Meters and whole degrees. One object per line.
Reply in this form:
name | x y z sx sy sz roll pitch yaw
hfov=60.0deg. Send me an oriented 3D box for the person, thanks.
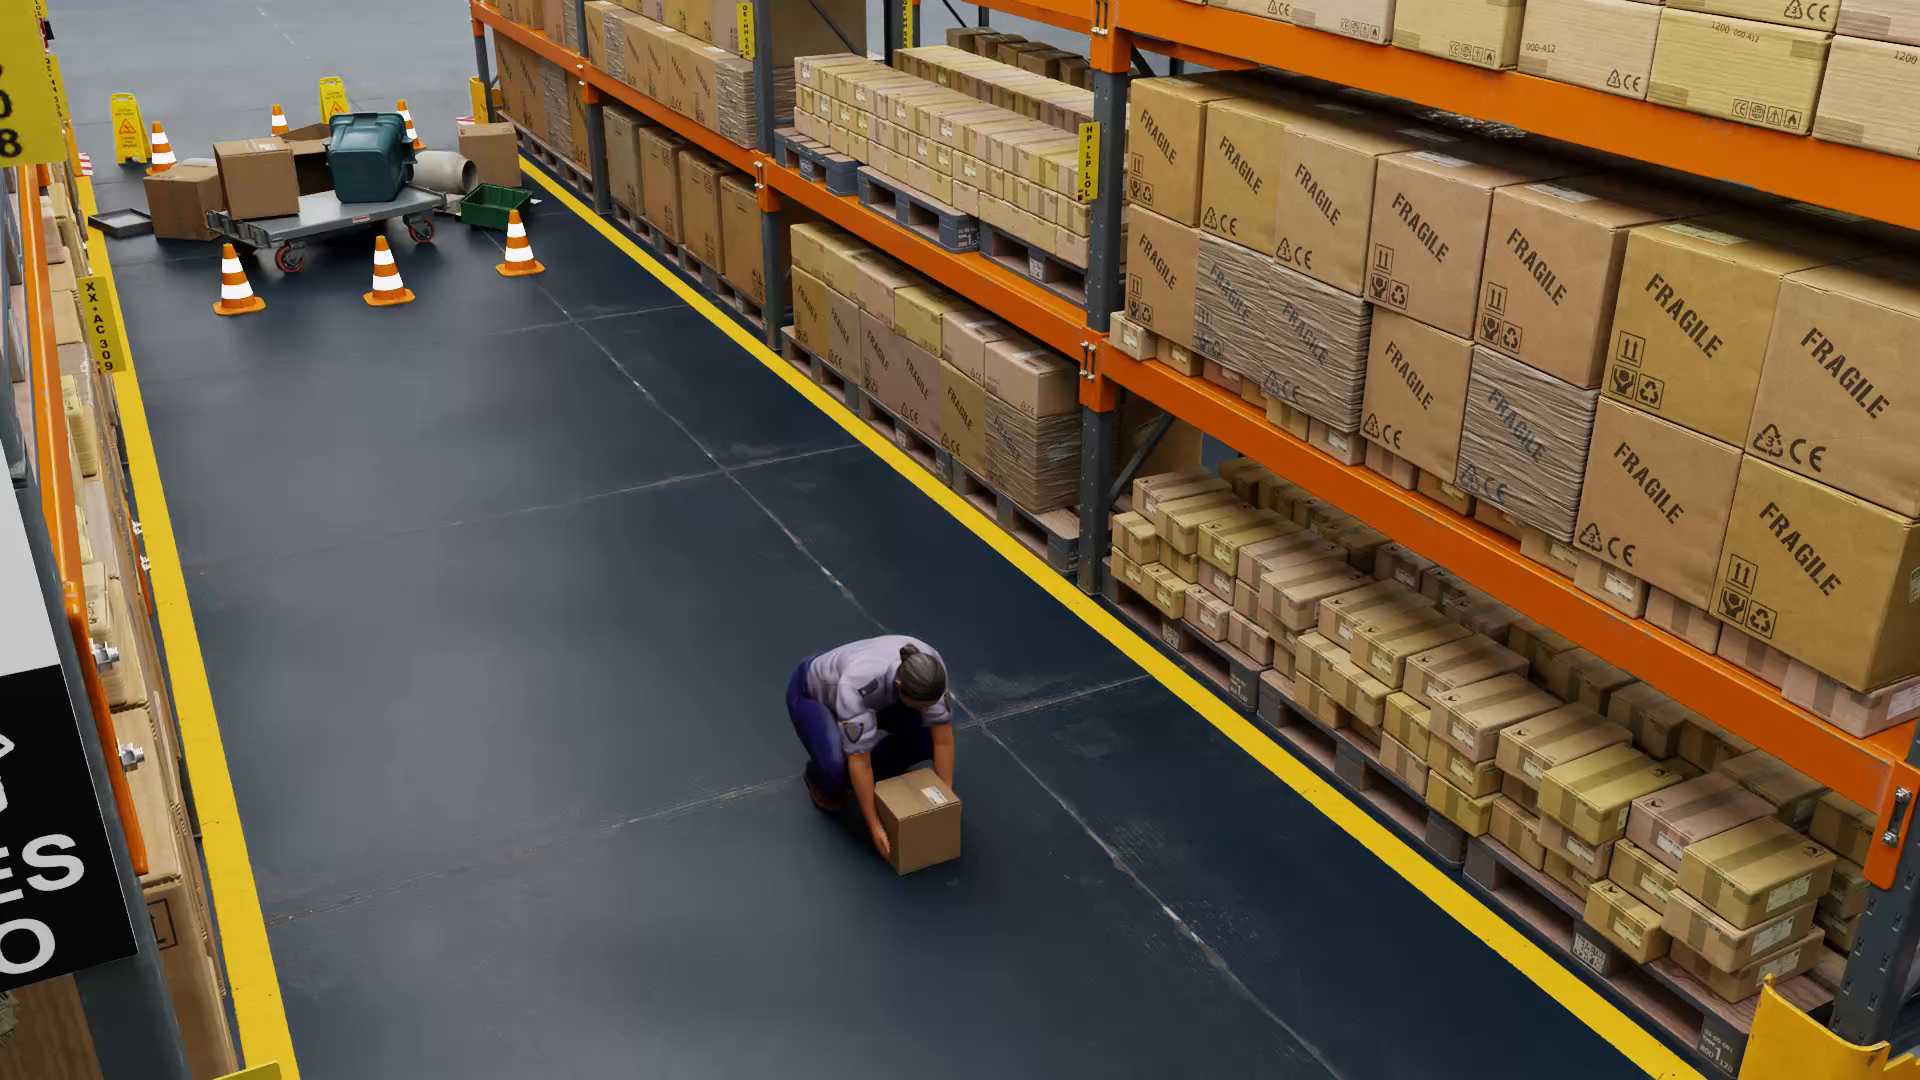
person | -0.331 0.659 6.247 0.516 0.804 0.822 -13 29 -25
